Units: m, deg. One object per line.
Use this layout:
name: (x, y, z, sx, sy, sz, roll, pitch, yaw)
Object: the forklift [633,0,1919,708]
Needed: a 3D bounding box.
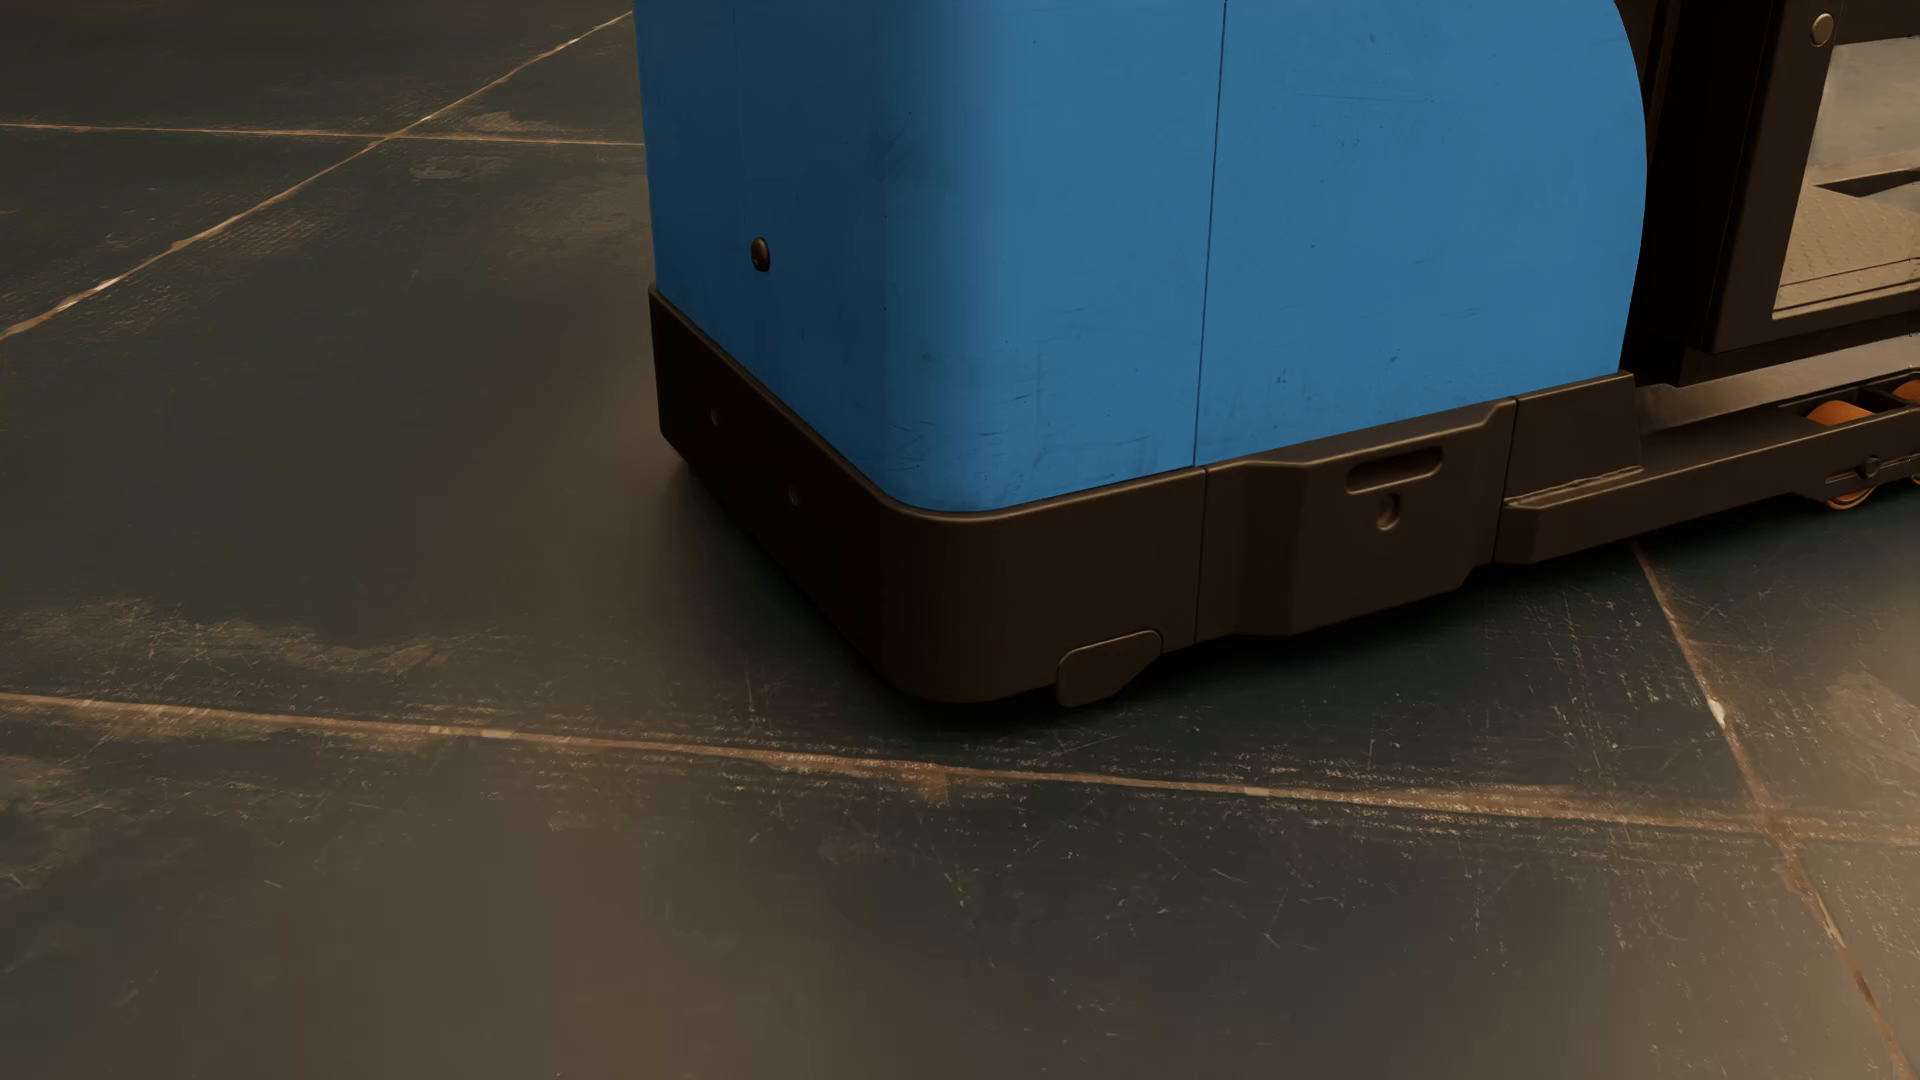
forklift: (1.063, -1.555, 2.334, 3.031, 2.935, 1.130, -13, 29, -24)
